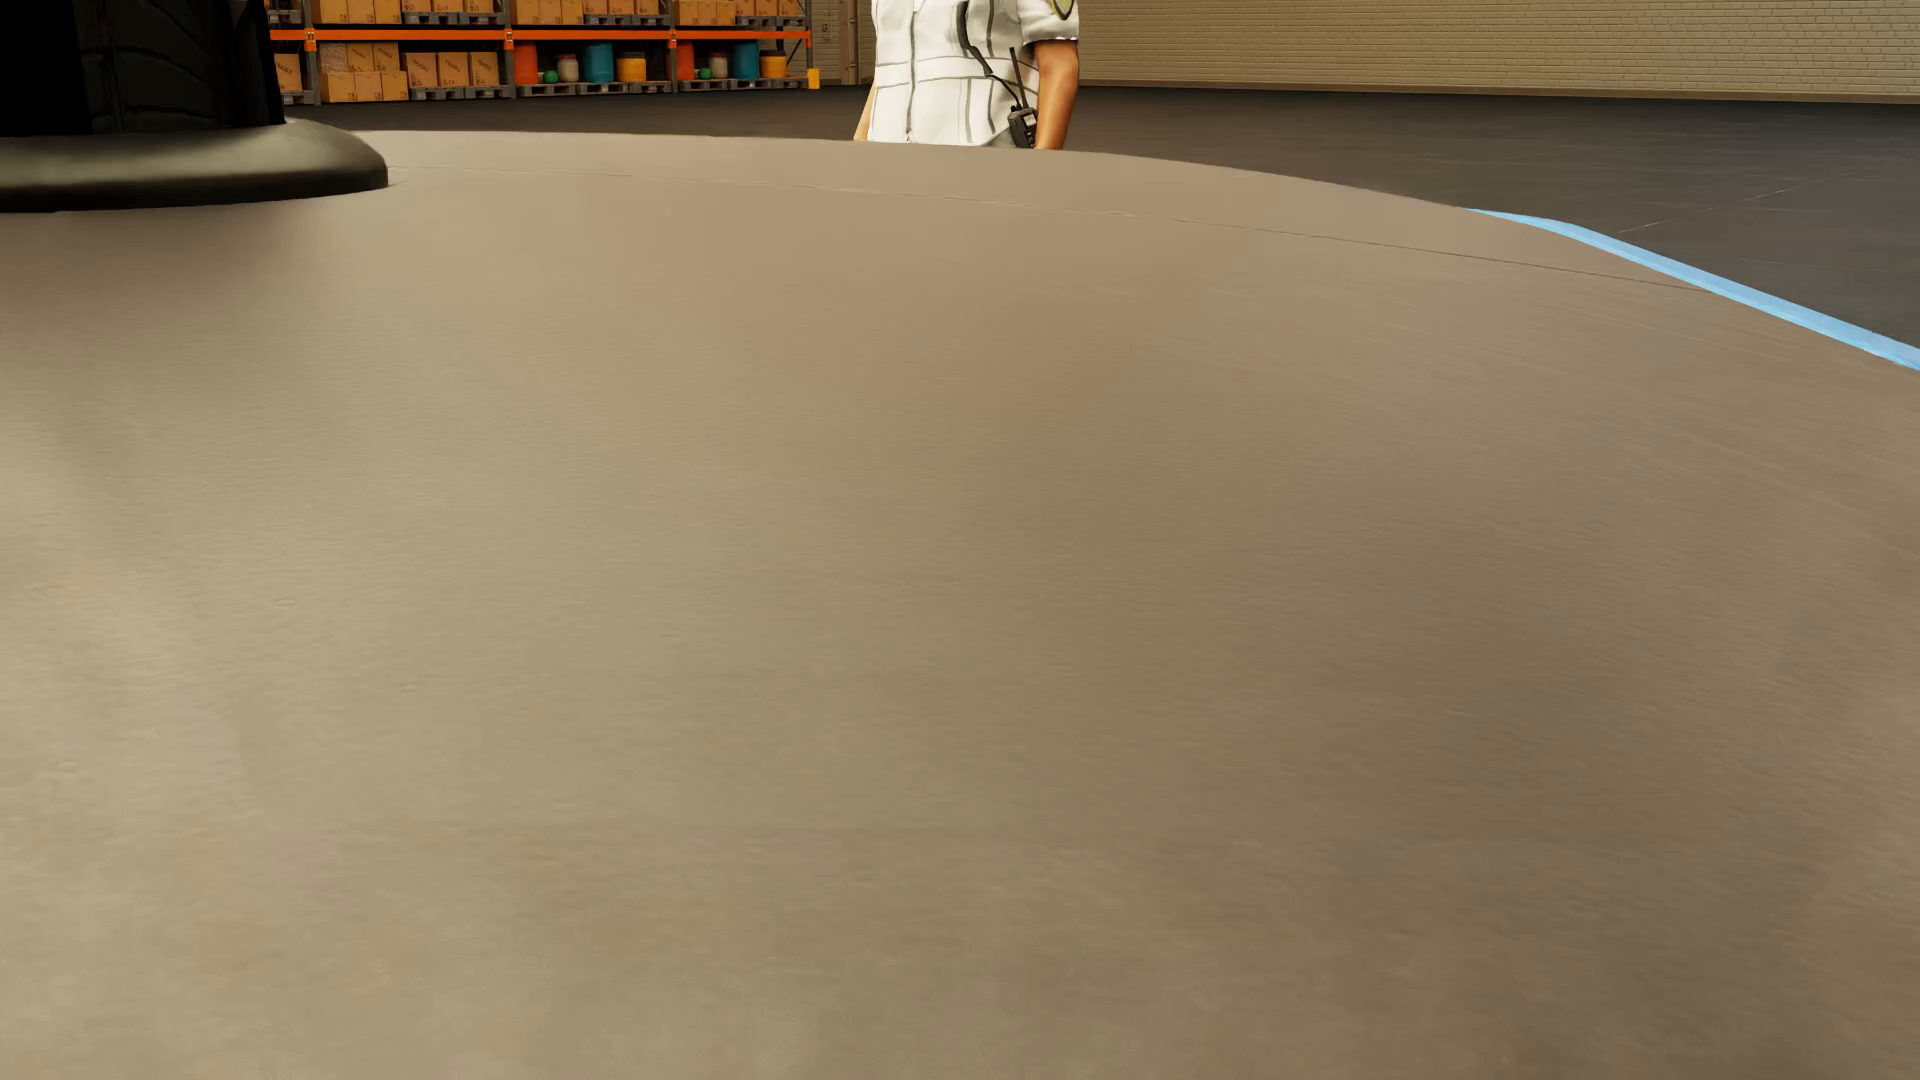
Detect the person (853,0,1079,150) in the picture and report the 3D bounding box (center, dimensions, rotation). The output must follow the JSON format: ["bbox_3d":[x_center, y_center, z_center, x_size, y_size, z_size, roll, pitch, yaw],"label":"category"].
[{"bbox_3d":[-0.067,-0.791,3.655,0.598,1.670,0.529,13,21,37],"label":"person"}]
